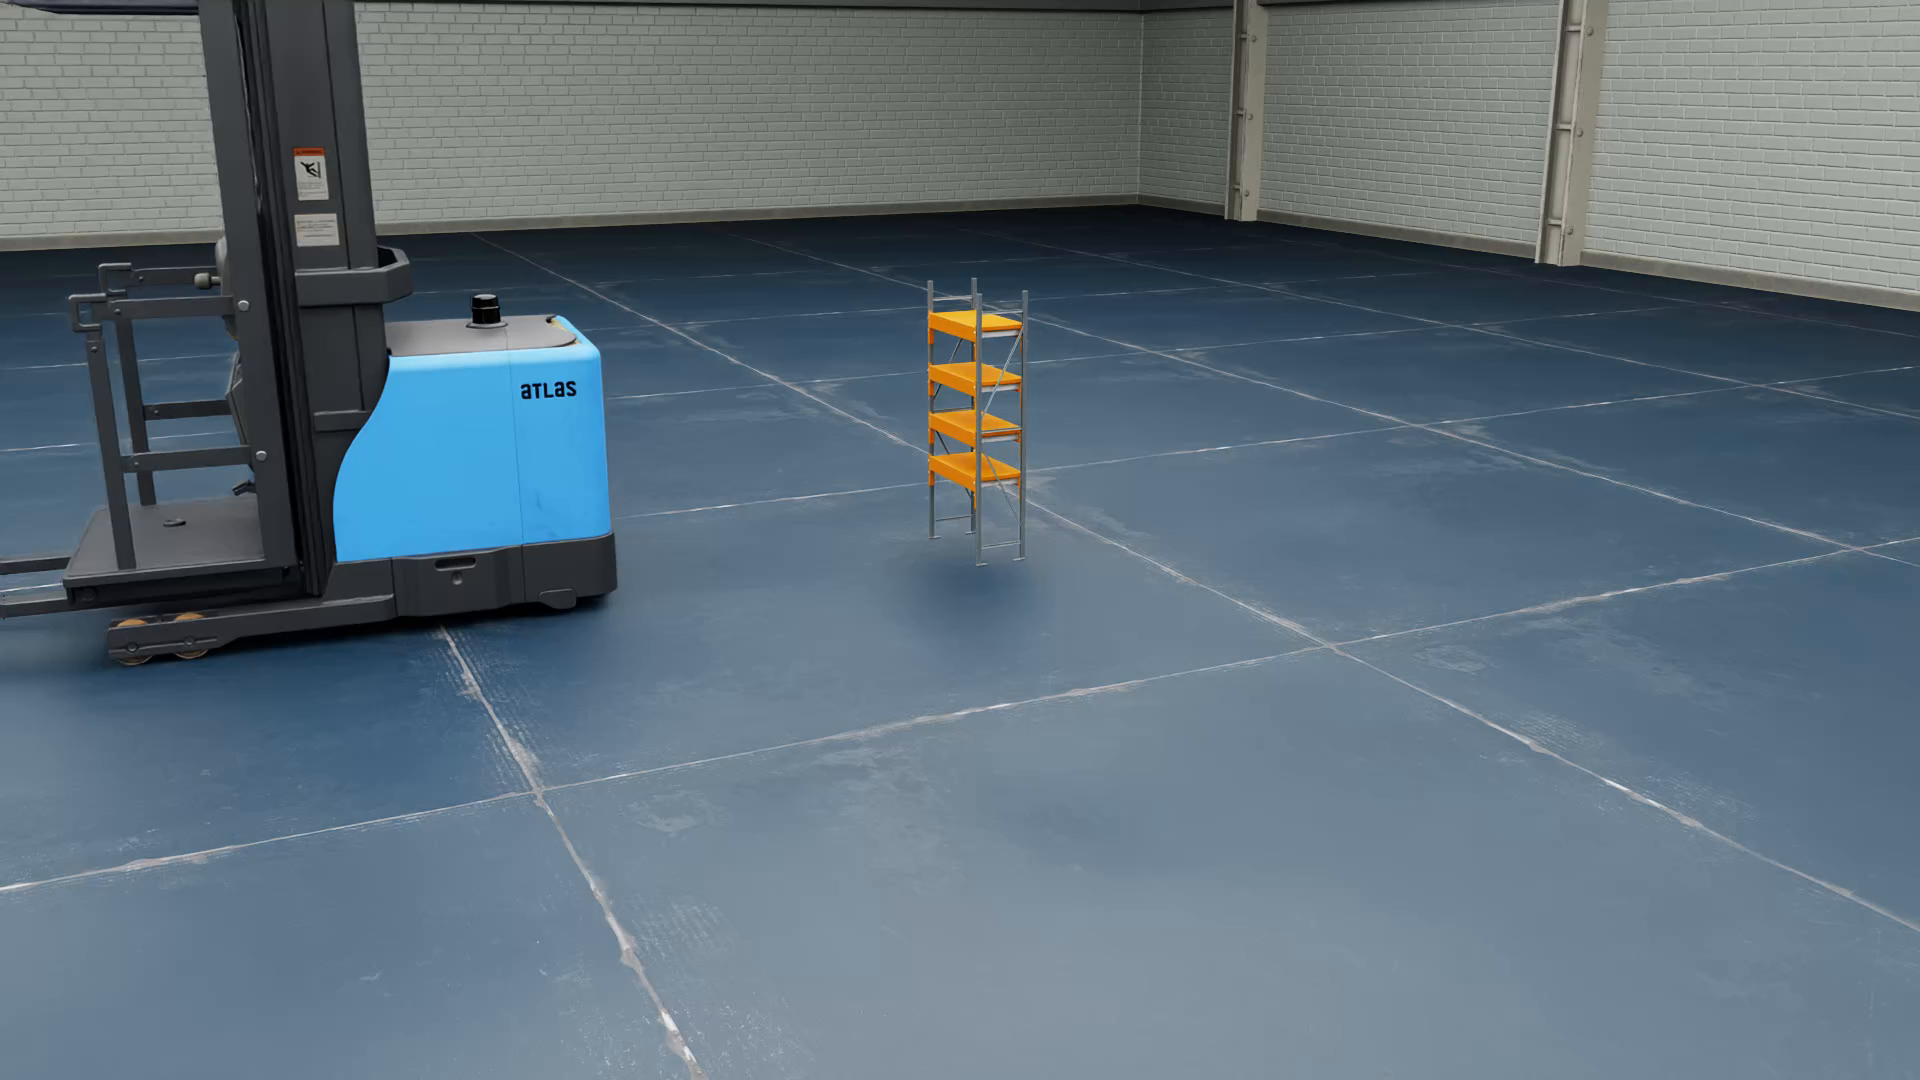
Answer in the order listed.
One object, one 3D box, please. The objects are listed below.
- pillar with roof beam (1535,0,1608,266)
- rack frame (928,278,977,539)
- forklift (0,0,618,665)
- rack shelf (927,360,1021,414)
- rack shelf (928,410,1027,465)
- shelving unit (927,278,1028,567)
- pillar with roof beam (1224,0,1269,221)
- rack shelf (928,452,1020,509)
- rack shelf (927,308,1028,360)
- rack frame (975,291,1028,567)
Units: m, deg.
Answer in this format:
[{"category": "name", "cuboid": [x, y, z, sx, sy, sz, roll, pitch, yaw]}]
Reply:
[{"category": "pillar with roof beam", "cuboid": [2.748, -6.863, 15.351, 9.100, 9.000, 0.400, -8, 18, -25]}, {"category": "rack frame", "cuboid": [-0.034, -0.596, 7.653, 0.240, 1.200, 0.015, -8, 18, -25]}, {"category": "forklift", "cuboid": [-2.974, -1.111, 6.309, 3.031, 2.935, 1.130, -6, 17, -20]}, {"category": "rack shelf", "cuboid": [0.073, -0.686, 7.399, 0.258, 0.148, 0.480, -8, 18, -25]}, {"category": "rack shelf", "cuboid": [0.073, -0.471, 7.461, 0.258, 0.148, 0.480, -8, 18, -25]}, {"category": "shelving unit", "cuboid": [0.073, -0.536, 7.442, 0.258, 1.200, 0.503, -8, 18, -25]}, {"category": "pillar with roof beam", "cuboid": [0.120, -8.351, 20.536, 9.100, 9.000, 0.400, -8, 18, -25]}, {"category": "rack shelf", "cuboid": [0.073, -0.280, 7.515, 0.258, 0.148, 0.480, -8, 18, -25]}, {"category": "rack shelf", "cuboid": [0.073, -0.913, 7.334, 0.258, 0.148, 0.480, -8, 18, -25]}, {"category": "rack frame", "cuboid": [0.179, -0.475, 7.231, 0.240, 1.200, 0.015, -8, 18, -25]}]
